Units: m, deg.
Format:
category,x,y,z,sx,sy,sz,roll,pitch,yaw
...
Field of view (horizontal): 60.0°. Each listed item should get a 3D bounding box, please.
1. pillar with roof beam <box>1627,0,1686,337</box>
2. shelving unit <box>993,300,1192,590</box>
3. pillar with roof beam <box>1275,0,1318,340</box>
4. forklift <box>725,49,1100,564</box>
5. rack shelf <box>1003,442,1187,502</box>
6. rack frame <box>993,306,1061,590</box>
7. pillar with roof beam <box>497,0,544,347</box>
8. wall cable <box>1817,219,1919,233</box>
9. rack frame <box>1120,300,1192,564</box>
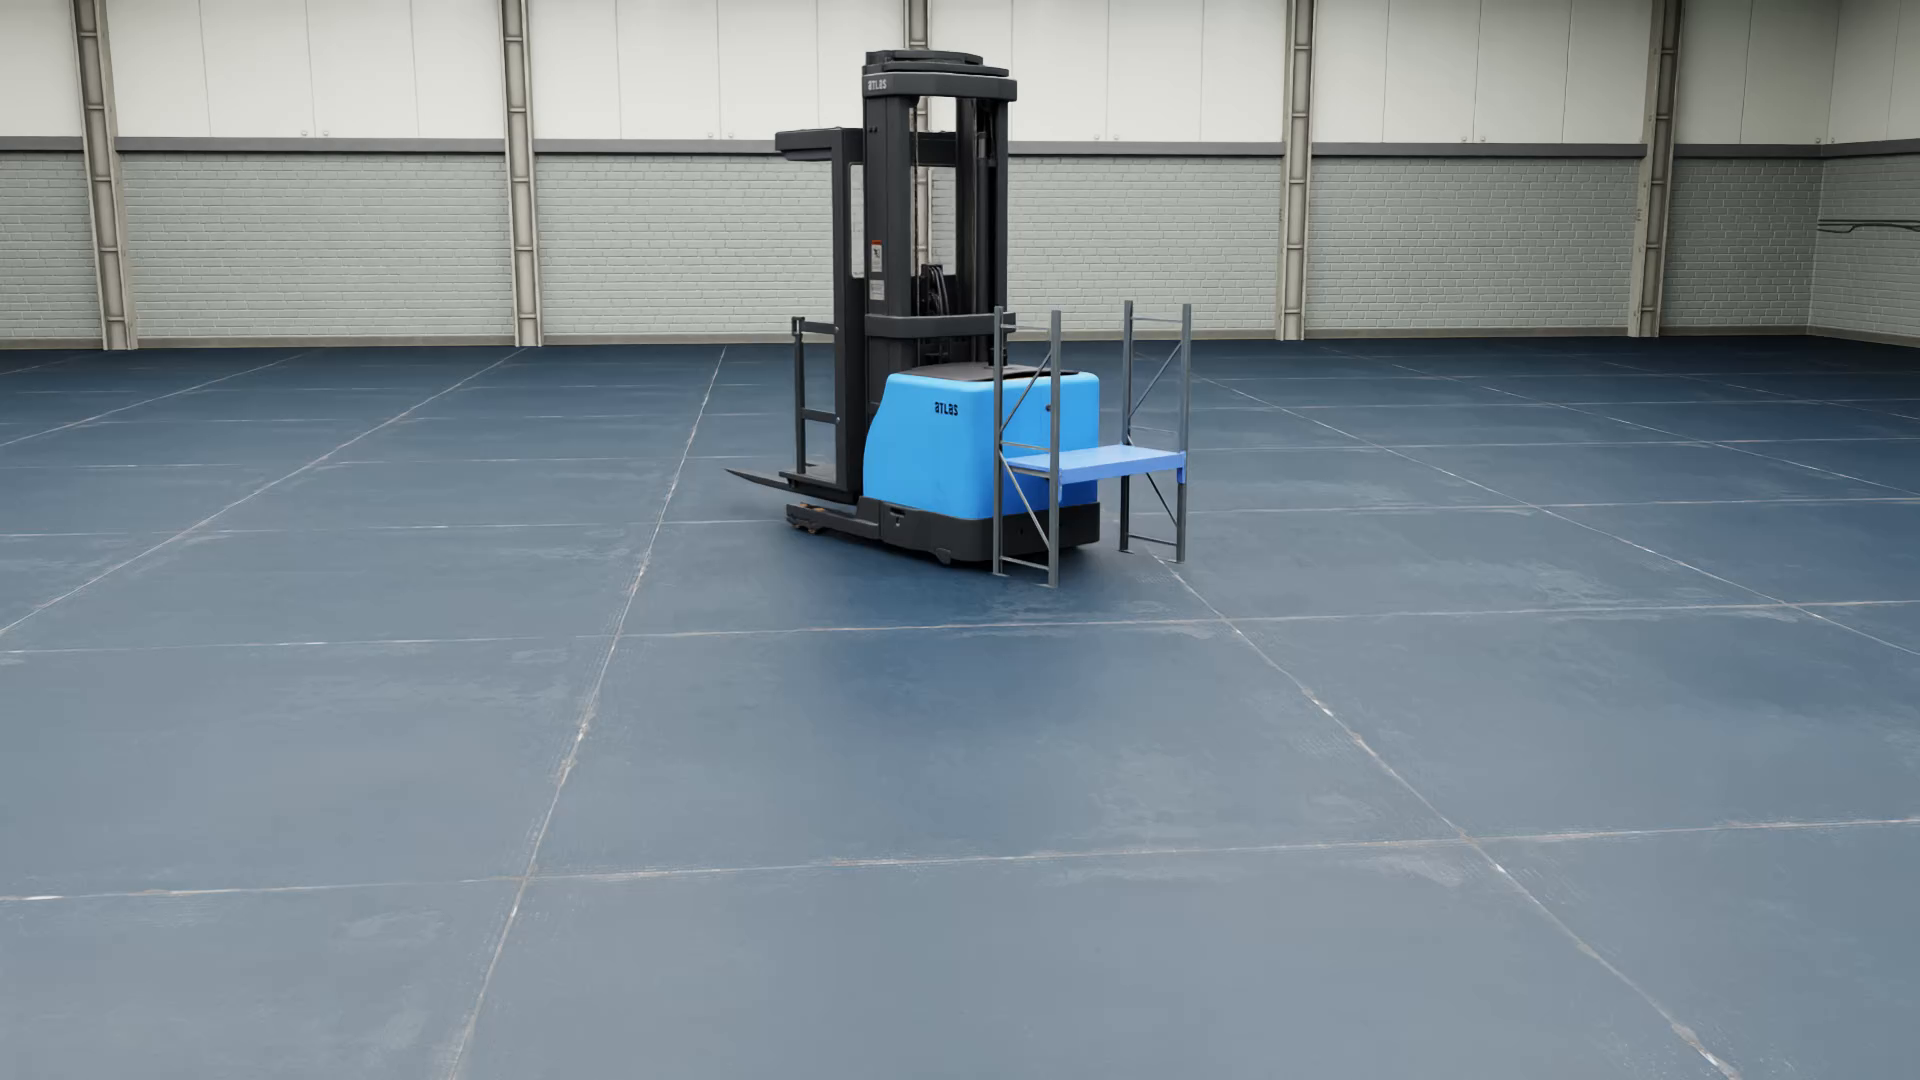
category,x,y,z,sx,sy,sz,roll,pitch,yaw
pillar with roof beam,11.745,-6.954,22.412,0.400,9.000,9.100,-1,11,-6
shelving unit,0.747,-0.569,9.375,1.048,1.500,0.538,-9,14,-39
pillar with roof beam,5.781,-6.829,21.776,0.400,9.000,9.100,-1,11,-6
forklift,-0.466,-1.530,10.554,1.130,2.935,3.031,-9,14,-37
rack shelf,0.747,-0.393,9.410,1.000,0.185,0.538,-9,14,-39
rack frame,0.359,-0.506,9.053,0.032,1.500,0.500,-9,14,-39
pillar with roof beam,-6.149,-6.579,20.505,0.400,9.000,9.100,-1,11,-6
wall cable,14.352,-6.064,25.933,0.112,2.526,3.097,-1,11,-6
rack frame,1.135,-0.633,9.698,0.032,1.500,0.500,-9,14,-39
